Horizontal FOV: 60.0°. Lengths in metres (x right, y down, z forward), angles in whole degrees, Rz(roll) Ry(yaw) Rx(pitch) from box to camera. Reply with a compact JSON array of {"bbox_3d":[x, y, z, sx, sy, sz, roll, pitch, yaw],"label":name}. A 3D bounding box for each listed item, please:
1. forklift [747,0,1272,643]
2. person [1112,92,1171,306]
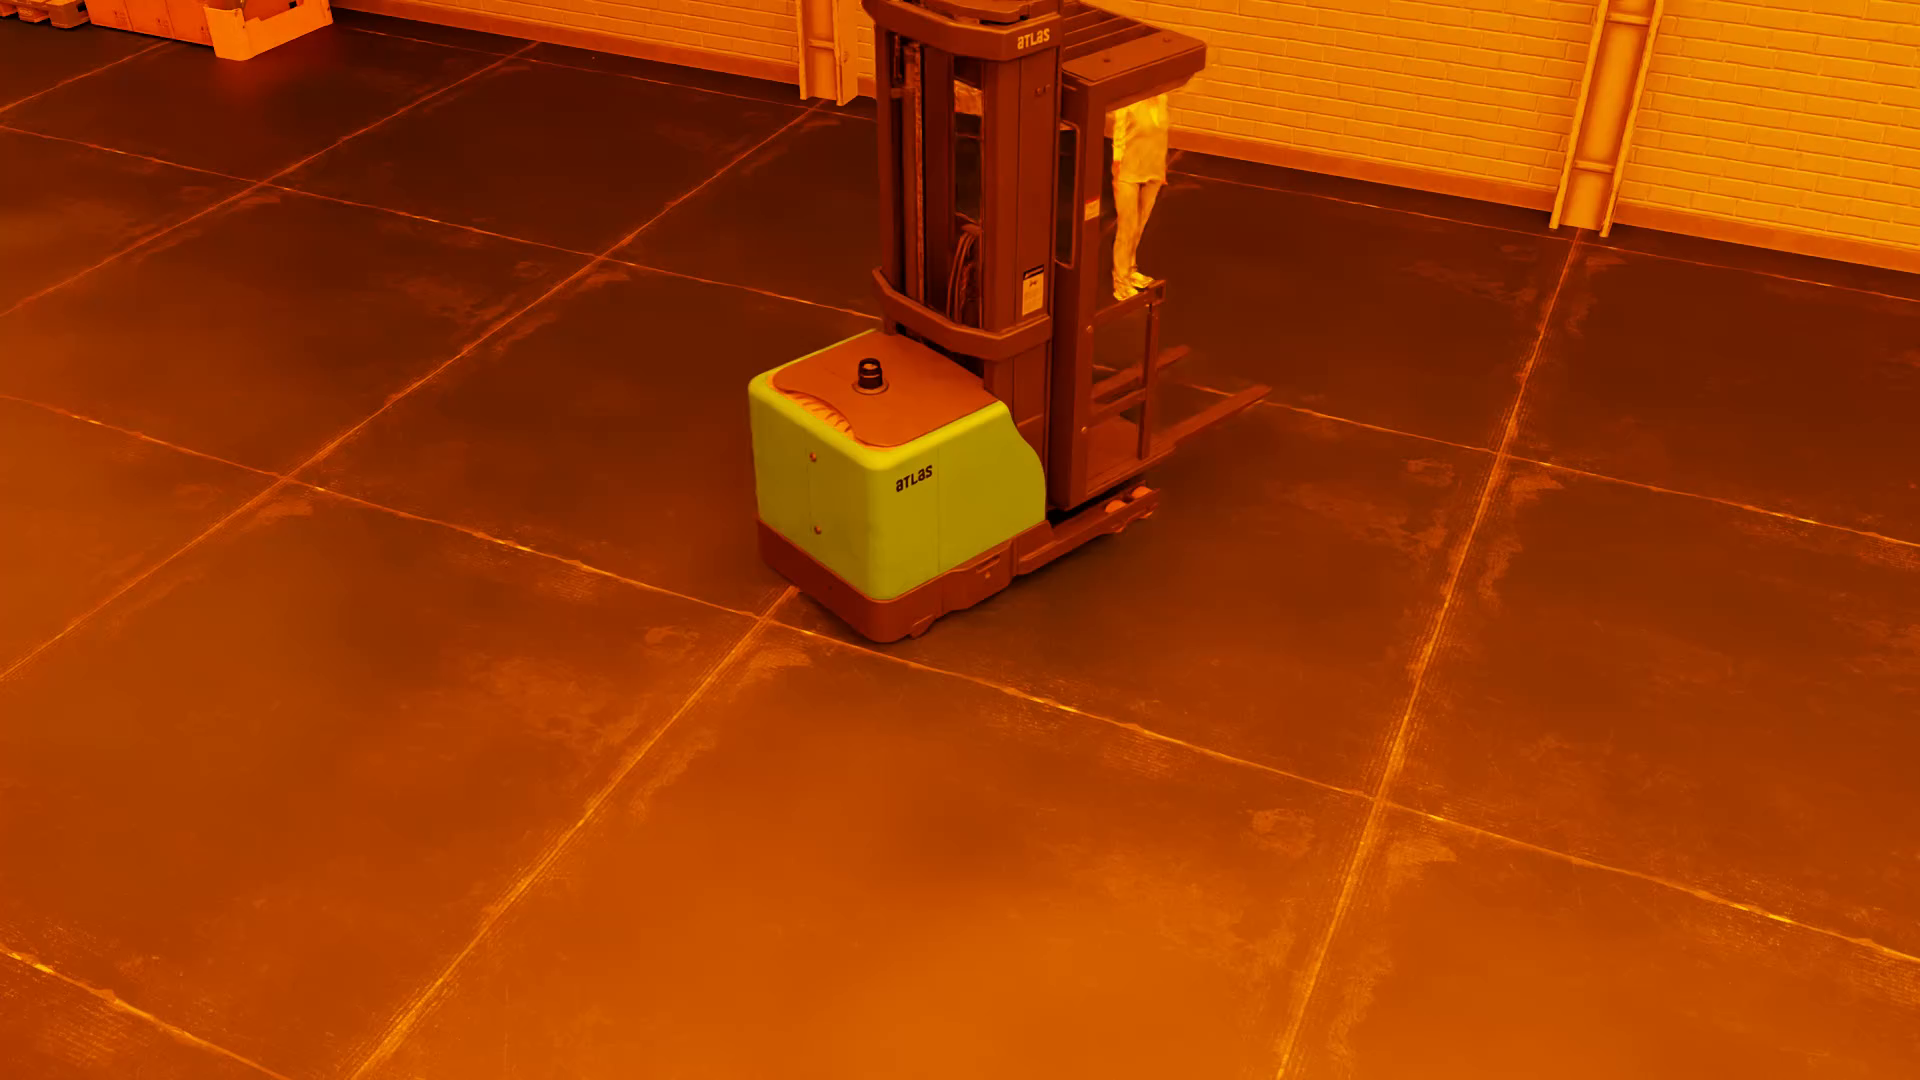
[{"bbox_3d":[0.419,-1.437,8.102,3.031,2.935,1.130,-27,44,-33],"label":"forklift"},{"bbox_3d":[1.145,-2.259,10.412,0.406,1.590,0.421,-22,41,-27],"label":"person"}]
